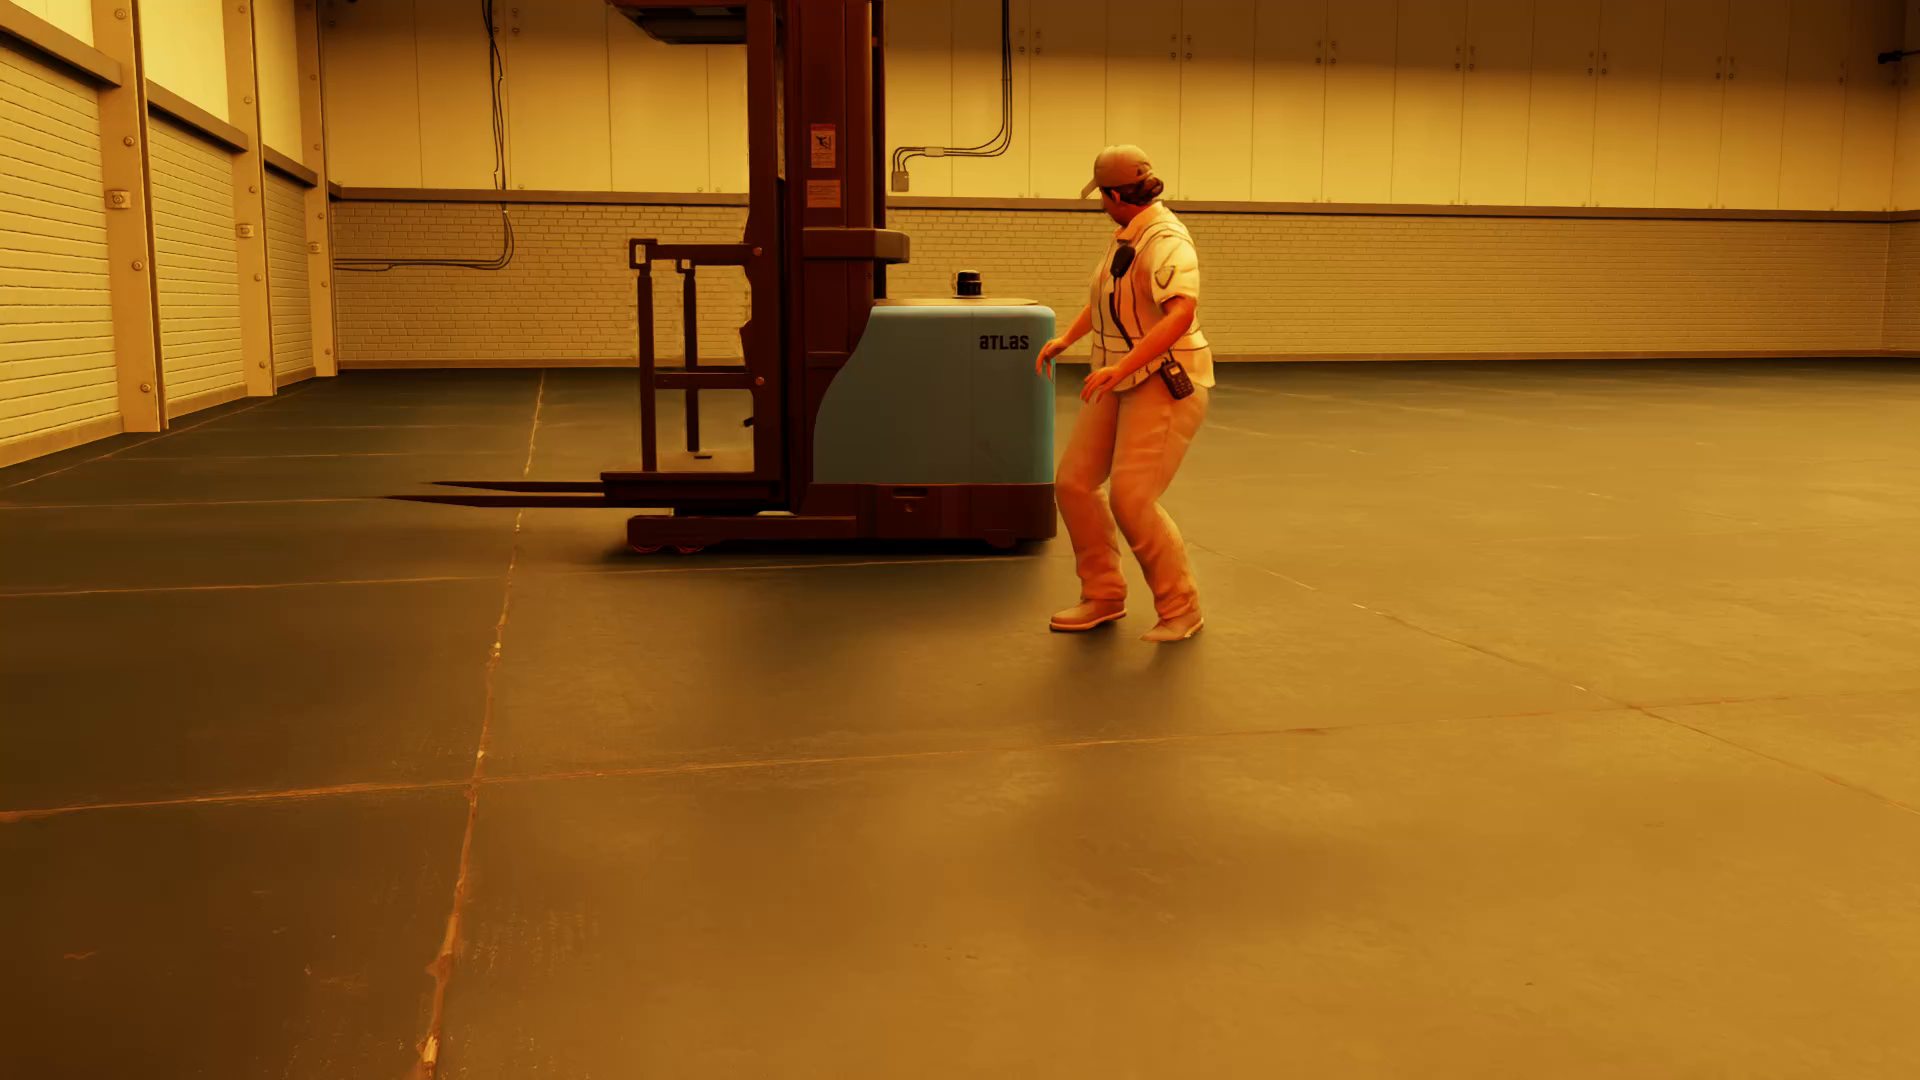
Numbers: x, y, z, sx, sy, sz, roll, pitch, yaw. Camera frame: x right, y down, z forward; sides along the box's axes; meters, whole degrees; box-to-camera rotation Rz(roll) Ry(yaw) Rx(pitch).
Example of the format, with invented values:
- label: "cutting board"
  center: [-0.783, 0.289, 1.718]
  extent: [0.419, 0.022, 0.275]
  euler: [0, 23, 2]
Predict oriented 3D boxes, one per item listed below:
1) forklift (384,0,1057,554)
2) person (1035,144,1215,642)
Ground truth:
- label: "forklift"
  center: [-1.074, -1.464, 7.596]
  extent: [3.031, 2.935, 1.130]
  euler: [0, 8, 2]
- label: "person"
  center: [0.544, -0.470, 5.461]
  extent: [0.630, 1.622, 0.719]
  euler: [-4, 9, -26]
